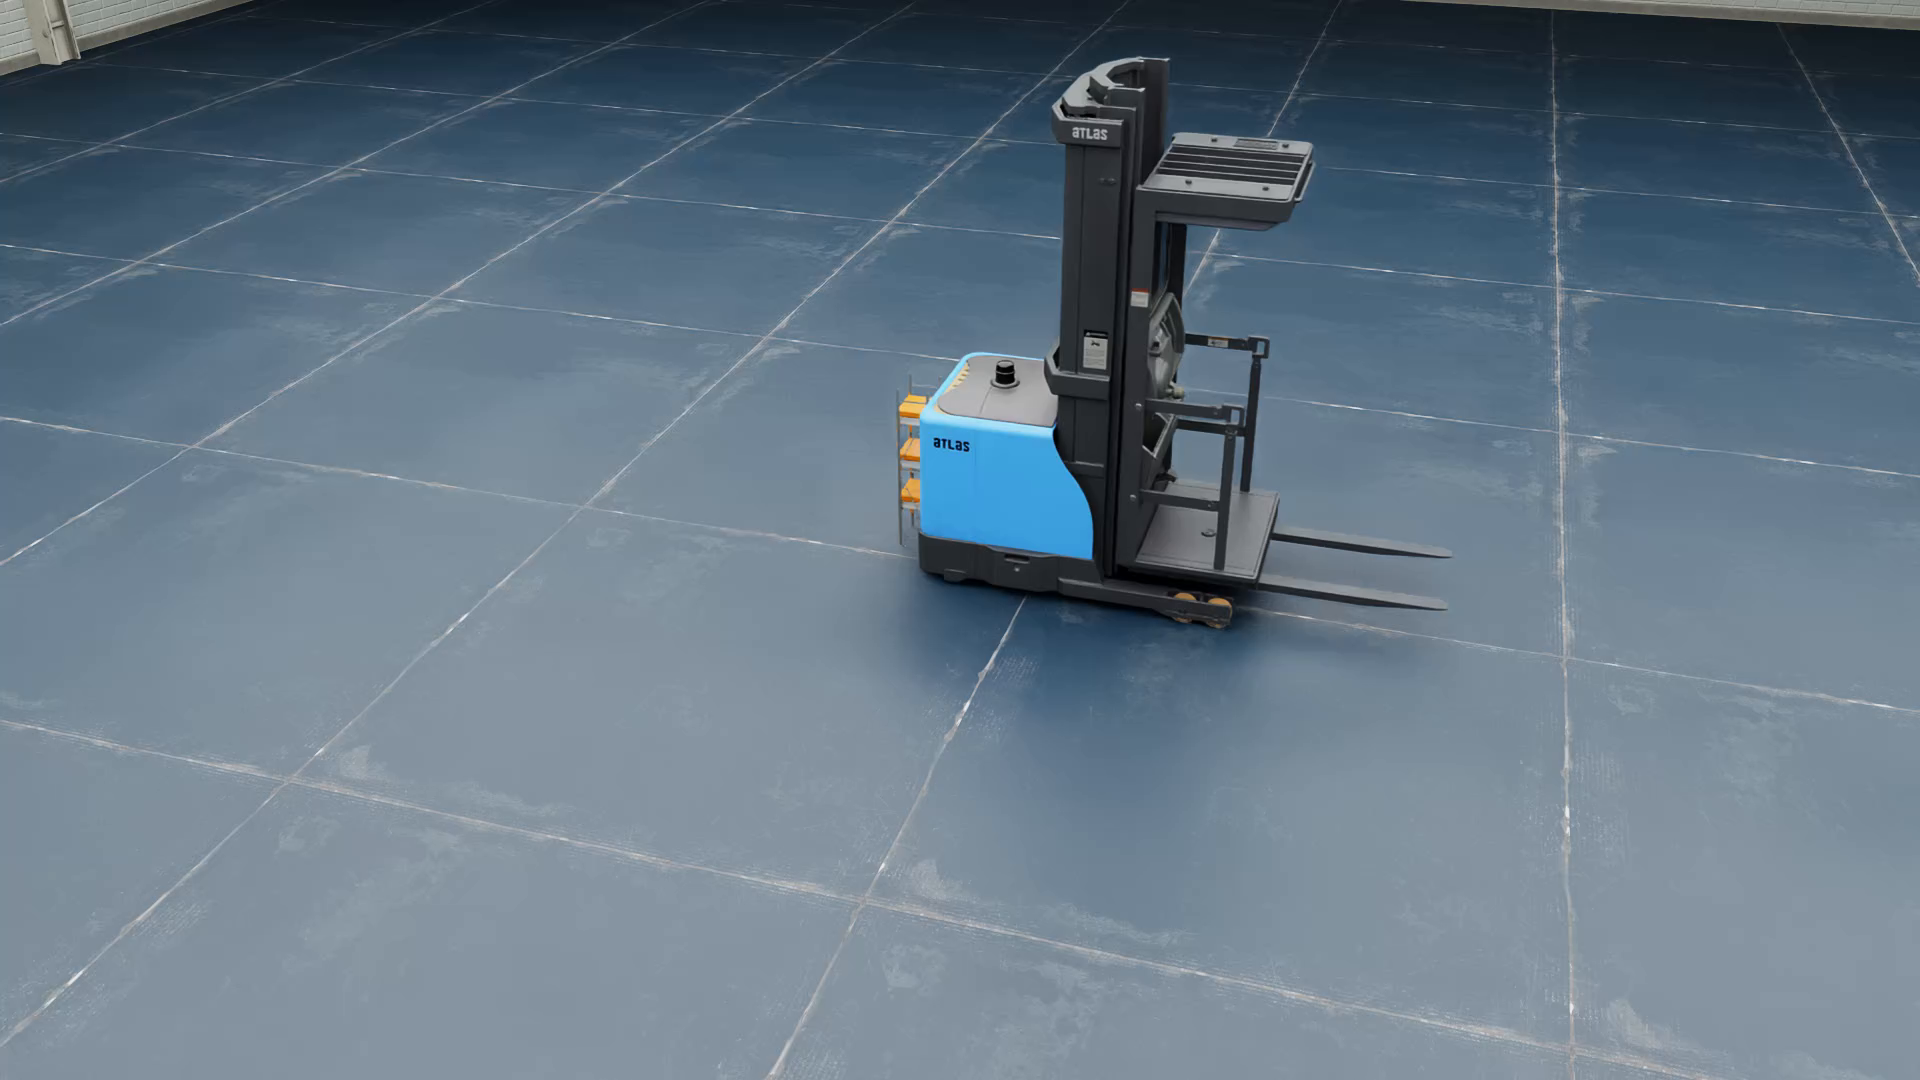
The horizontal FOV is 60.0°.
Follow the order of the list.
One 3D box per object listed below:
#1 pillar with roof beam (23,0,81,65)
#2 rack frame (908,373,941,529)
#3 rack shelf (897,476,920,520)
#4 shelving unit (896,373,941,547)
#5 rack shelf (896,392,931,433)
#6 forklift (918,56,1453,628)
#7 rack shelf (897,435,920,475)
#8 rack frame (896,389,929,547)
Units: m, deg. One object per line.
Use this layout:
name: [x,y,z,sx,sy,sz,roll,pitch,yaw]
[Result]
pillar with roof beam: [-7.432,-9.469,18.051,9.100,9.000,0.400,8,30,15]
rack frame: [-0.210,-0.524,10.147,0.200,1.050,0.008,8,30,14]
rack shelf: [-0.243,-0.215,10.185,0.215,0.259,0.240,8,30,14]
shelving unit: [-0.243,-0.467,10.045,0.215,1.050,0.252,8,30,14]
rack shelf: [-0.243,-0.706,9.912,0.215,0.259,0.240,8,30,14]
forklift: [1.330,-1.073,9.199,3.031,2.935,1.130,8,30,15]
rack shelf: [-0.243,-0.458,10.050,0.215,0.259,0.240,8,30,14]
rack frame: [-0.277,-0.410,9.942,0.200,1.050,0.008,8,30,14]
